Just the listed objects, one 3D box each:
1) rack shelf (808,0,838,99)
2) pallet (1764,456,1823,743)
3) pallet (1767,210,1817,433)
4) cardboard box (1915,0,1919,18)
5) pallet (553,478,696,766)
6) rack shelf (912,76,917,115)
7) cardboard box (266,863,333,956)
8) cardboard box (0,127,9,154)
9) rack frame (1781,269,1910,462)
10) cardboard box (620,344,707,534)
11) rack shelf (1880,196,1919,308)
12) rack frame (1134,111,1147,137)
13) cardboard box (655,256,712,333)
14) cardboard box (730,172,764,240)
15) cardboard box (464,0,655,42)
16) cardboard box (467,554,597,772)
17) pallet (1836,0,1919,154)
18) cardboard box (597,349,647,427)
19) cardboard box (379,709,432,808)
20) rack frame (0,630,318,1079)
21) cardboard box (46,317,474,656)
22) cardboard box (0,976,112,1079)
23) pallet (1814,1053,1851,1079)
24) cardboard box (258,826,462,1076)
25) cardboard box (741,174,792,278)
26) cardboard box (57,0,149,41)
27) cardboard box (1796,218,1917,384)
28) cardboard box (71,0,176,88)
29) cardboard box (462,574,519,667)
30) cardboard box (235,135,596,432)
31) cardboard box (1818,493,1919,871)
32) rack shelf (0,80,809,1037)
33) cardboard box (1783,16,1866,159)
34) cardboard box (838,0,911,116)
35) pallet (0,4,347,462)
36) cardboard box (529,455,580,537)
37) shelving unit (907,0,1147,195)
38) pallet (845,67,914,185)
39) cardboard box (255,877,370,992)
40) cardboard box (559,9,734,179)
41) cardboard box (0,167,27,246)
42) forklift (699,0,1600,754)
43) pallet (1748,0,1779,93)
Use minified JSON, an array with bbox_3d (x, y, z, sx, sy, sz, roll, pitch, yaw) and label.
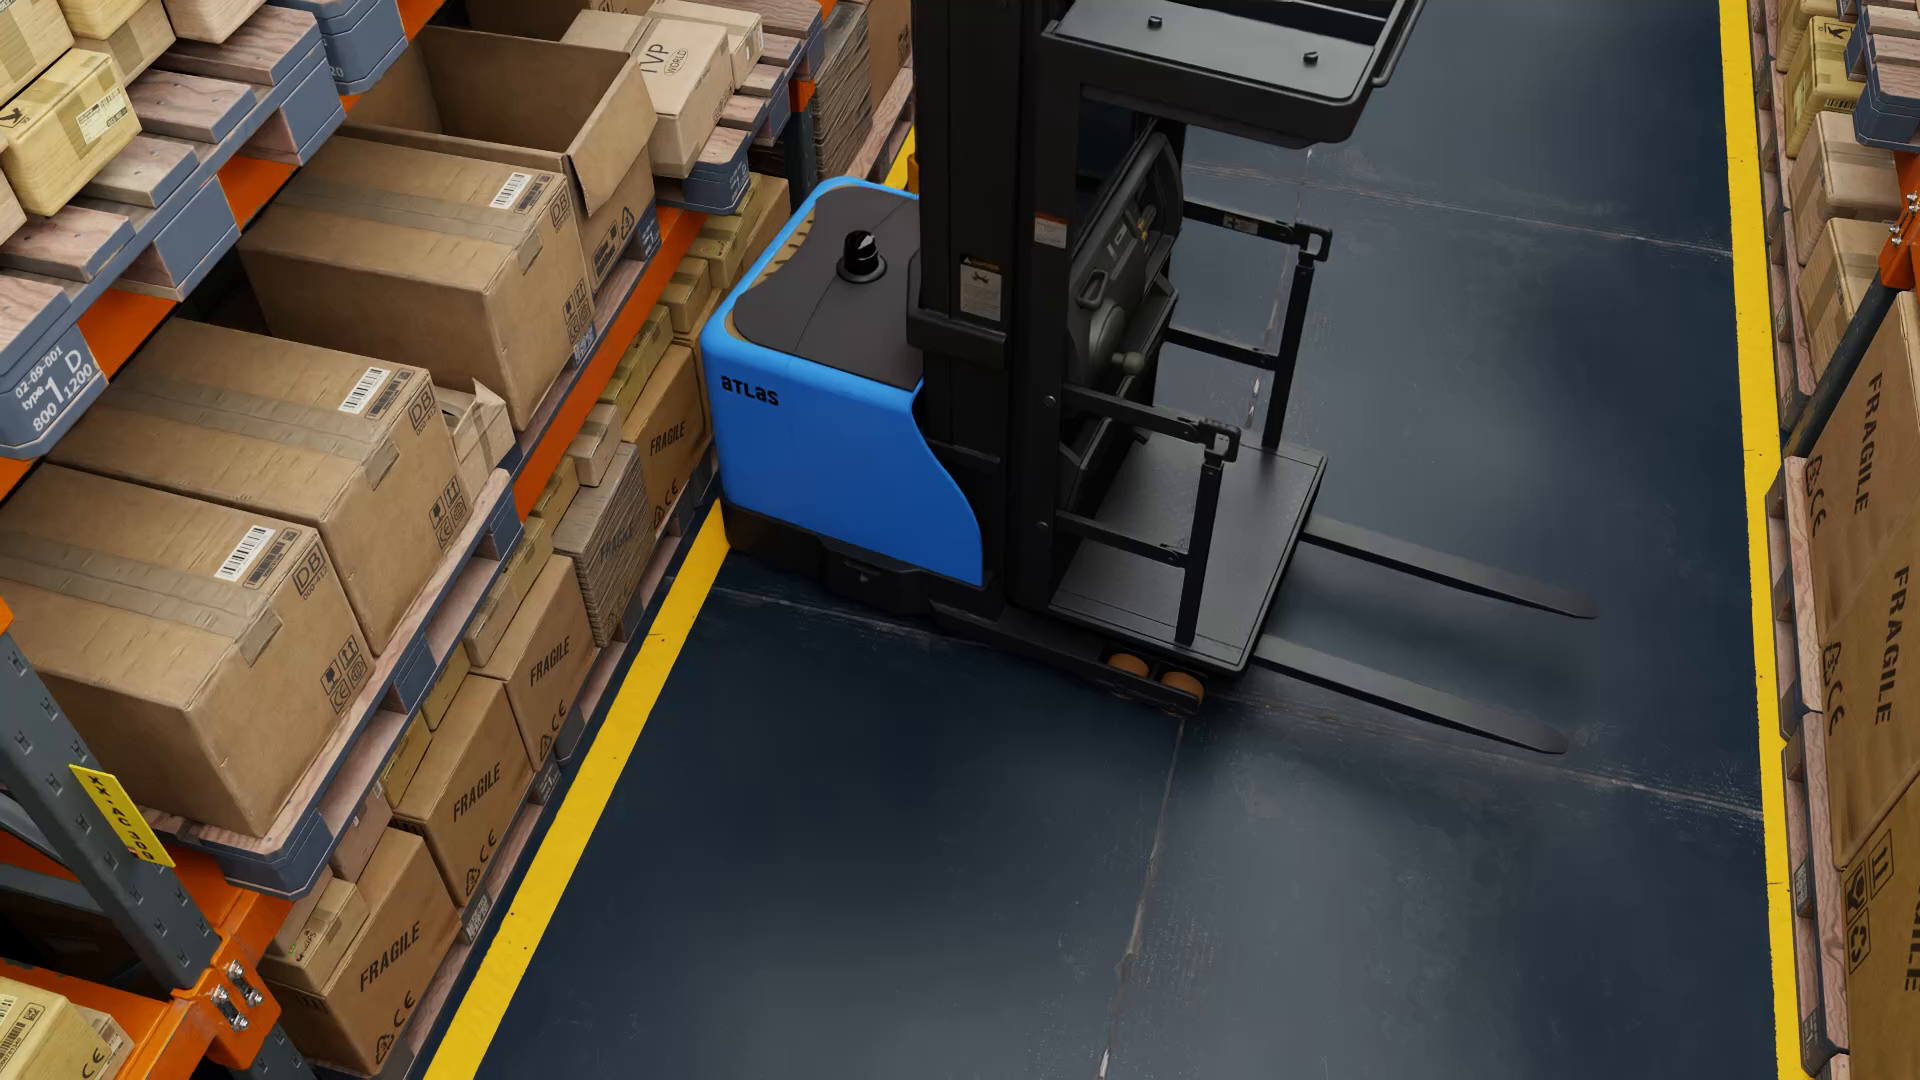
[{"bbox_3d":[-0.558,-3.383,7.715,1.077,0.370,4.000,12,50,10],"label":"rack shelf"},{"bbox_3d":[3.425,0.281,5.861,1.003,0.211,1.213,12,50,10],"label":"pallet"},{"bbox_3d":[3.913,-0.840,6.850,1.003,0.211,1.213,12,50,10],"label":"pallet"},{"bbox_3d":[3.589,-1.936,5.845,0.380,0.149,0.250,11,50,10],"label":"cardboard box"},{"bbox_3d":[-1.640,0.161,5.967,1.003,0.211,1.213,12,50,10],"label":"pallet"},{"bbox_3d":[0.269,-1.690,6.981,0.538,0.185,1.000,-22,52,-19],"label":"rack shelf"},{"bbox_3d":[-1.844,0.875,4.233,0.380,0.149,0.250,11,49,9],"label":"cardboard box"},{"bbox_3d":[-1.635,-0.590,2.392,0.380,0.149,0.250,13,50,11],"label":"cardboard box"},{"bbox_3d":[3.705,-1.197,5.306,1.000,3.000,0.127,12,50,10],"label":"rack frame"},{"bbox_3d":[-1.265,-0.399,5.988,0.500,0.500,0.500,14,50,12],"label":"cardboard box"},{"bbox_3d":[3.179,0.487,4.299,1.077,0.370,4.000,12,50,10],"label":"rack shelf"},{"bbox_3d":[0.515,-1.475,6.552,0.500,1.500,0.032,-22,52,-19],"label":"rack frame"},{"bbox_3d":[-1.124,-0.908,6.005,0.380,0.149,0.250,10,49,9],"label":"cardboard box"},{"bbox_3d":[-0.970,-1.293,6.345,0.380,0.149,0.250,9,49,8],"label":"cardboard box"},{"bbox_3d":[-1.370,-2.005,5.672,0.500,0.500,0.500,14,50,12],"label":"cardboard box"},{"bbox_3d":[-1.526,0.355,5.324,0.500,0.500,0.500,10,49,9],"label":"cardboard box"},{"bbox_3d":[3.790,-1.670,5.852,1.213,0.211,1.003,12,50,10],"label":"pallet"},{"bbox_3d":[-1.302,-0.546,5.685,0.380,0.149,0.250,11,49,9],"label":"cardboard box"},{"bbox_3d":[-1.731,0.582,4.690,0.380,0.149,0.250,9,49,8],"label":"cardboard box"},{"bbox_3d":[-2.137,0.719,3.615,1.000,3.000,0.127,12,50,10],"label":"rack frame"},{"bbox_3d":[-1.658,-0.133,4.020,0.700,0.500,0.500,12,50,10],"label":"cardboard box"},{"bbox_3d":[-2.036,1.087,3.192,0.500,0.250,0.500,13,50,11],"label":"cardboard box"},{"bbox_3d":[2.783,2.046,4.304,1.003,0.211,1.213,12,50,10],"label":"pallet"},{"bbox_3d":[-1.793,1.102,4.664,0.500,0.500,0.500,14,50,12],"label":"cardboard box"},{"bbox_3d":[-0.988,-1.138,6.641,0.500,0.500,0.500,13,50,11],"label":"cardboard box"},{"bbox_3d":[-1.526,-0.972,2.729,0.380,0.149,0.250,11,49,9],"label":"cardboard box"},{"bbox_3d":[3.864,-0.873,6.493,0.950,0.372,0.625,9,49,7],"label":"cardboard box"},{"bbox_3d":[-1.601,-0.883,2.849,0.380,0.149,0.250,12,50,10],"label":"cardboard box"},{"bbox_3d":[-1.570,0.208,5.020,0.380,0.149,0.250,11,50,10],"label":"cardboard box"},{"bbox_3d":[-1.451,-0.701,4.521,0.700,0.500,0.500,11,50,10],"label":"cardboard box"},{"bbox_3d":[3.205,0.494,4.950,0.875,0.875,0.875,12,50,10],"label":"cardboard box"},{"bbox_3d":[-1.611,-0.489,5.161,1.077,0.370,4.000,12,50,10],"label":"rack shelf"},{"bbox_3d":[4.255,-1.956,7.448,0.950,0.372,0.625,13,50,11],"label":"cardboard box"},{"bbox_3d":[-0.742,-2.450,7.715,0.875,0.625,0.625,13,50,11],"label":"cardboard box"},{"bbox_3d":[-1.898,-0.669,2.965,1.213,0.211,1.003,12,50,10],"label":"pallet"},{"bbox_3d":[-1.460,-0.172,5.356,0.380,0.149,0.250,12,50,10],"label":"cardboard box"},{"bbox_3d":[0.274,-1.803,6.841,0.587,1.500,1.083,-22,52,-19],"label":"shelving unit"},{"bbox_3d":[-0.830,-1.839,7.732,1.003,0.211,1.213,12,50,10],"label":"pallet"},{"bbox_3d":[-1.786,0.986,4.334,0.380,0.149,0.250,14,50,12],"label":"cardboard box"},{"bbox_3d":[-1.050,-1.436,5.337,0.500,0.250,0.500,9,49,8],"label":"cardboard box"},{"bbox_3d":[-1.675,-0.500,2.511,0.380,0.149,0.250,12,50,11],"label":"cardboard box"},{"bbox_3d":[0.692,-0.818,5.017,3.031,2.935,1.130,18,51,15],"label":"forklift"},{"bbox_3d":[4.555,-2.604,8.408,1.003,0.211,1.213,12,50,10],"label":"pallet"}]
